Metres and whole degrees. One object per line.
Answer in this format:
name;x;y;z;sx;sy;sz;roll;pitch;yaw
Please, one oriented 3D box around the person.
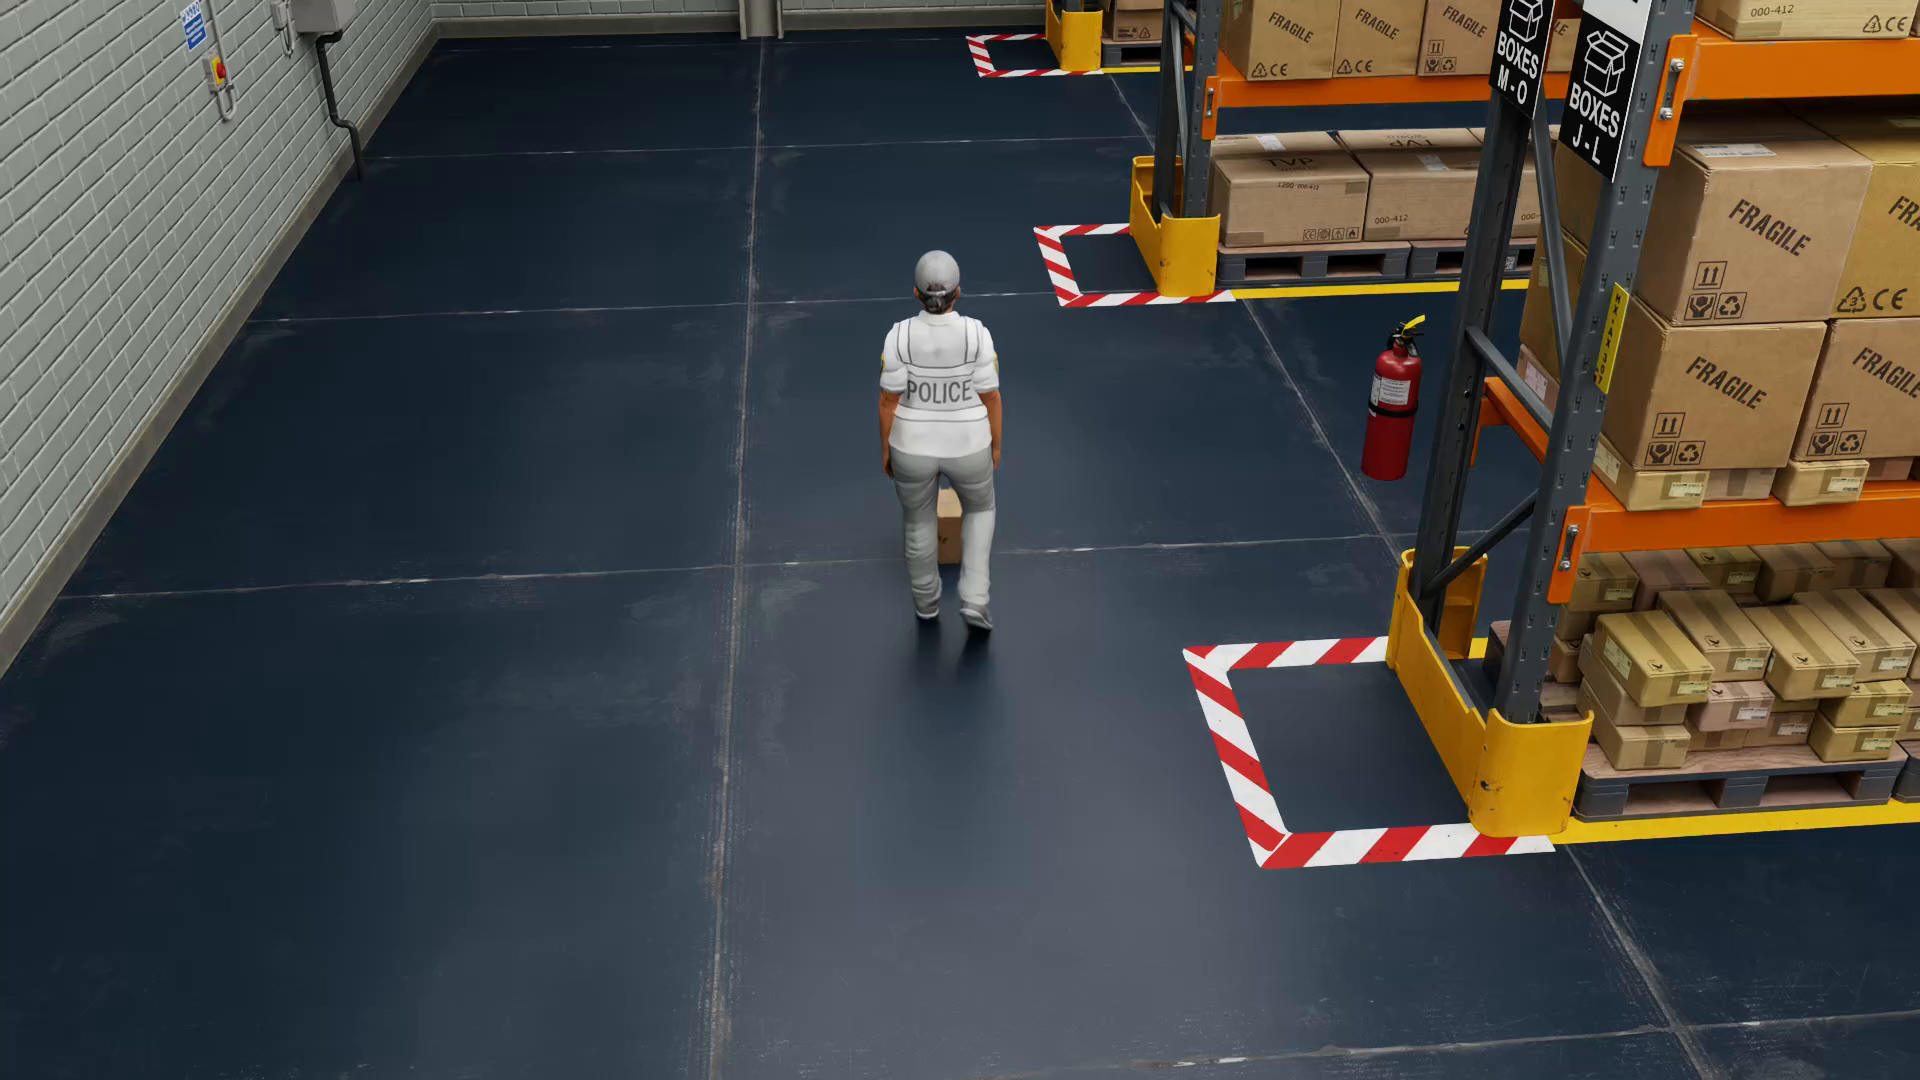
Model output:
person;-0.079;-0.371;6.737;0.493;1.677;0.535;0;31;0
